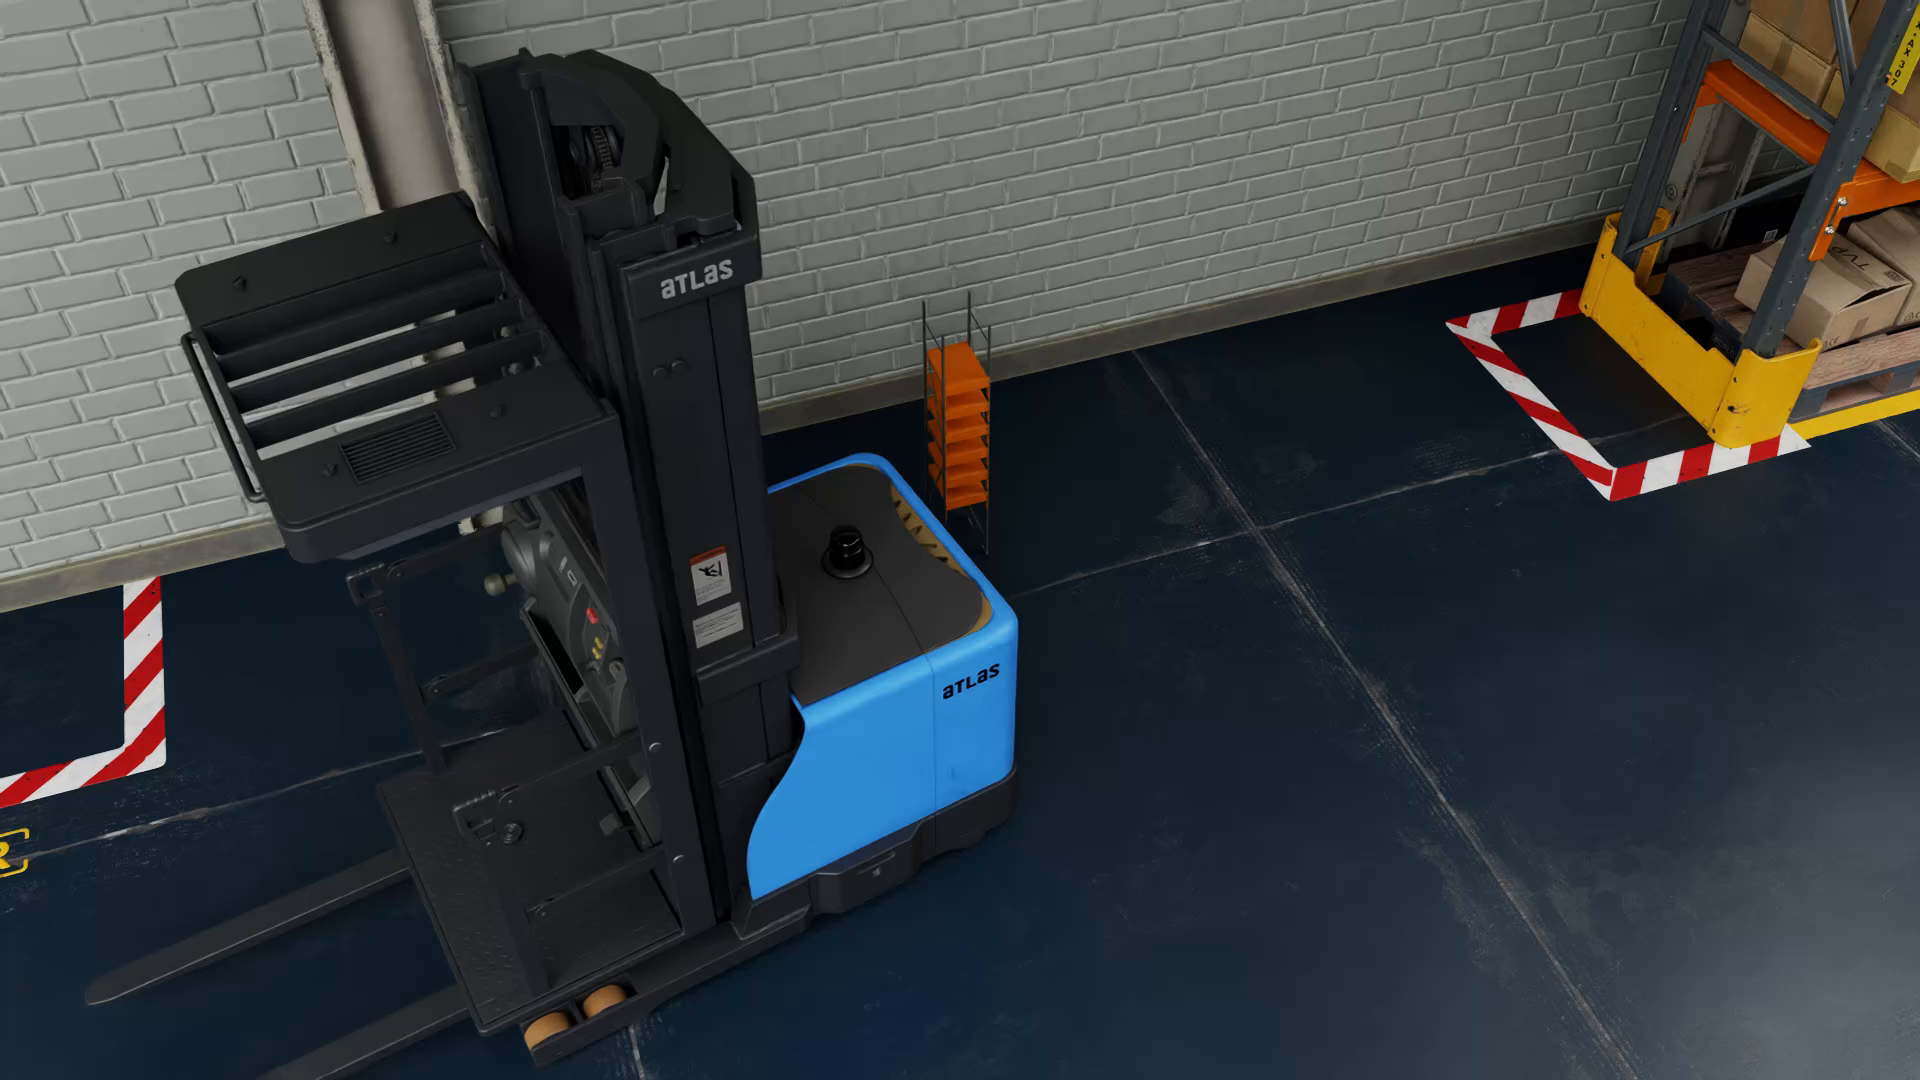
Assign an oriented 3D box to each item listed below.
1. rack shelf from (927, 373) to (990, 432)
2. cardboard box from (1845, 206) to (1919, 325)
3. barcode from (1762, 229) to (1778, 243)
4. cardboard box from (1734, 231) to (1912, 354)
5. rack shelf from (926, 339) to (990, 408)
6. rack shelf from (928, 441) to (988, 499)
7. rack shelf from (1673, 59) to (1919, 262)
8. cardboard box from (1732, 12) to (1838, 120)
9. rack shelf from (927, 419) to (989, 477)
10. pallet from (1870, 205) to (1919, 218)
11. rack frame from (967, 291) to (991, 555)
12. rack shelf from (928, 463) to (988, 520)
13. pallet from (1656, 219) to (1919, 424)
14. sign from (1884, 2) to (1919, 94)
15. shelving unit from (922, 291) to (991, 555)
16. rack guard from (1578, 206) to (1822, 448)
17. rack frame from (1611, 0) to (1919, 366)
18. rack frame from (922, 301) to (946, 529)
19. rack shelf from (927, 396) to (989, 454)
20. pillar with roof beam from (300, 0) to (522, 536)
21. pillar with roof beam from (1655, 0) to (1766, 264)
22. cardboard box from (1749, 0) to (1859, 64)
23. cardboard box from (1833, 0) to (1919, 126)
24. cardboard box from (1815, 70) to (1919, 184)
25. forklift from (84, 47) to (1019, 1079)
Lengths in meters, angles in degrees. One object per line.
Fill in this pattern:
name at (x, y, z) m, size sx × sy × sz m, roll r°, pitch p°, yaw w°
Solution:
rack shelf at (-0.014, -0.558, 6.492) m, size 0.180 × 0.103 × 0.258 m, roll -14°, pitch 47°, yaw -14°
cardboard box at (4.540, -1.319, 7.844) m, size 0.500 × 0.311 × 0.500 m, roll -11°, pitch 46°, yaw -11°
barcode at (3.885, -1.456, 7.974) m, size 0.075 × 0.075 × 0.001 m, roll -14°, pitch 47°, yaw -14°
cardboard box at (4.003, -1.182, 7.707) m, size 0.500 × 0.311 × 0.500 m, roll -19°, pitch 48°, yaw -18°
rack shelf at (-0.014, -0.643, 6.407) m, size 0.180 × 0.103 × 0.258 m, roll -14°, pitch 47°, yaw -14°
rack shelf at (-0.014, -0.304, 6.747) m, size 0.180 × 0.103 × 0.258 m, roll -14°, pitch 47°, yaw -14°
rack shelf at (5.203, -2.097, 7.539) m, size 4.000 × 0.370 × 1.077 m, roll -14°, pitch 47°, yaw -14°
cardboard box at (3.696, -2.065, 7.092) m, size 0.500 × 0.250 × 0.500 m, roll -14°, pitch 47°, yaw -13°
rack shelf at (-0.014, -0.389, 6.662) m, size 0.180 × 0.103 × 0.258 m, roll -14°, pitch 47°, yaw -14°
pallet at (5.315, -1.366, 8.272) m, size 1.213 × 0.211 × 1.003 m, roll -14°, pitch 47°, yaw -14°
rack frame at (0.072, -0.442, 6.653) m, size 0.006 × 1.200 × 0.240 m, roll -14°, pitch 47°, yaw -14°
rack shelf at (-0.014, -0.219, 6.832) m, size 0.180 × 0.103 × 0.258 m, roll -14°, pitch 47°, yaw -14°
pallet at (4.170, -1.075, 7.982) m, size 1.213 × 0.211 × 1.003 m, roll -14°, pitch 47°, yaw -14°
sign at (3.507, -1.814, 6.138) m, size 0.005 × 0.325 × 0.100 m, roll -14°, pitch 47°, yaw -14°
shelving unit at (-0.014, -0.420, 6.631) m, size 0.189 × 1.200 × 0.258 m, roll -14°, pitch 47°, yaw -14°
rack guard at (3.394, -1.005, 7.708) m, size 0.348 × 0.500 × 1.175 m, roll -14°, pitch 47°, yaw -14°
rack frame at (3.322, -1.870, 6.805) m, size 0.127 × 3.000 × 1.000 m, roll -14°, pitch 47°, yaw -14°
rack frame at (-0.100, -0.398, 6.609) m, size 0.006 × 1.200 × 0.240 m, roll -14°, pitch 47°, yaw -14°
rack shelf at (-0.014, -0.473, 6.577) m, size 0.180 × 0.103 × 0.258 m, roll -14°, pitch 47°, yaw -14°
pillar with roof beam at (-0.495, -0.421, 1.126) m, size 0.400 × 9.000 × 9.100 m, roll -14°, pitch 47°, yaw -14°
pillar with roof beam at (5.149, -1.864, 2.564) m, size 0.400 × 9.000 × 9.100 m, roll -14°, pitch 47°, yaw -14°
cardboard box at (3.693, -2.343, 6.839) m, size 0.500 × 0.500 × 0.500 m, roll -15°, pitch 47°, yaw -14°
cardboard box at (3.873, -2.003, 6.500) m, size 0.500 × 0.500 × 0.500 m, roll -14°, pitch 47°, yaw -14°
cardboard box at (3.889, -1.730, 6.757) m, size 0.500 × 0.250 × 0.500 m, roll -16°, pitch 47°, yaw -15°
forklift at (-1.327, 0.218, 4.773) m, size 3.031 × 2.935 × 1.130 m, roll -23°, pitch 49°, yaw -21°
